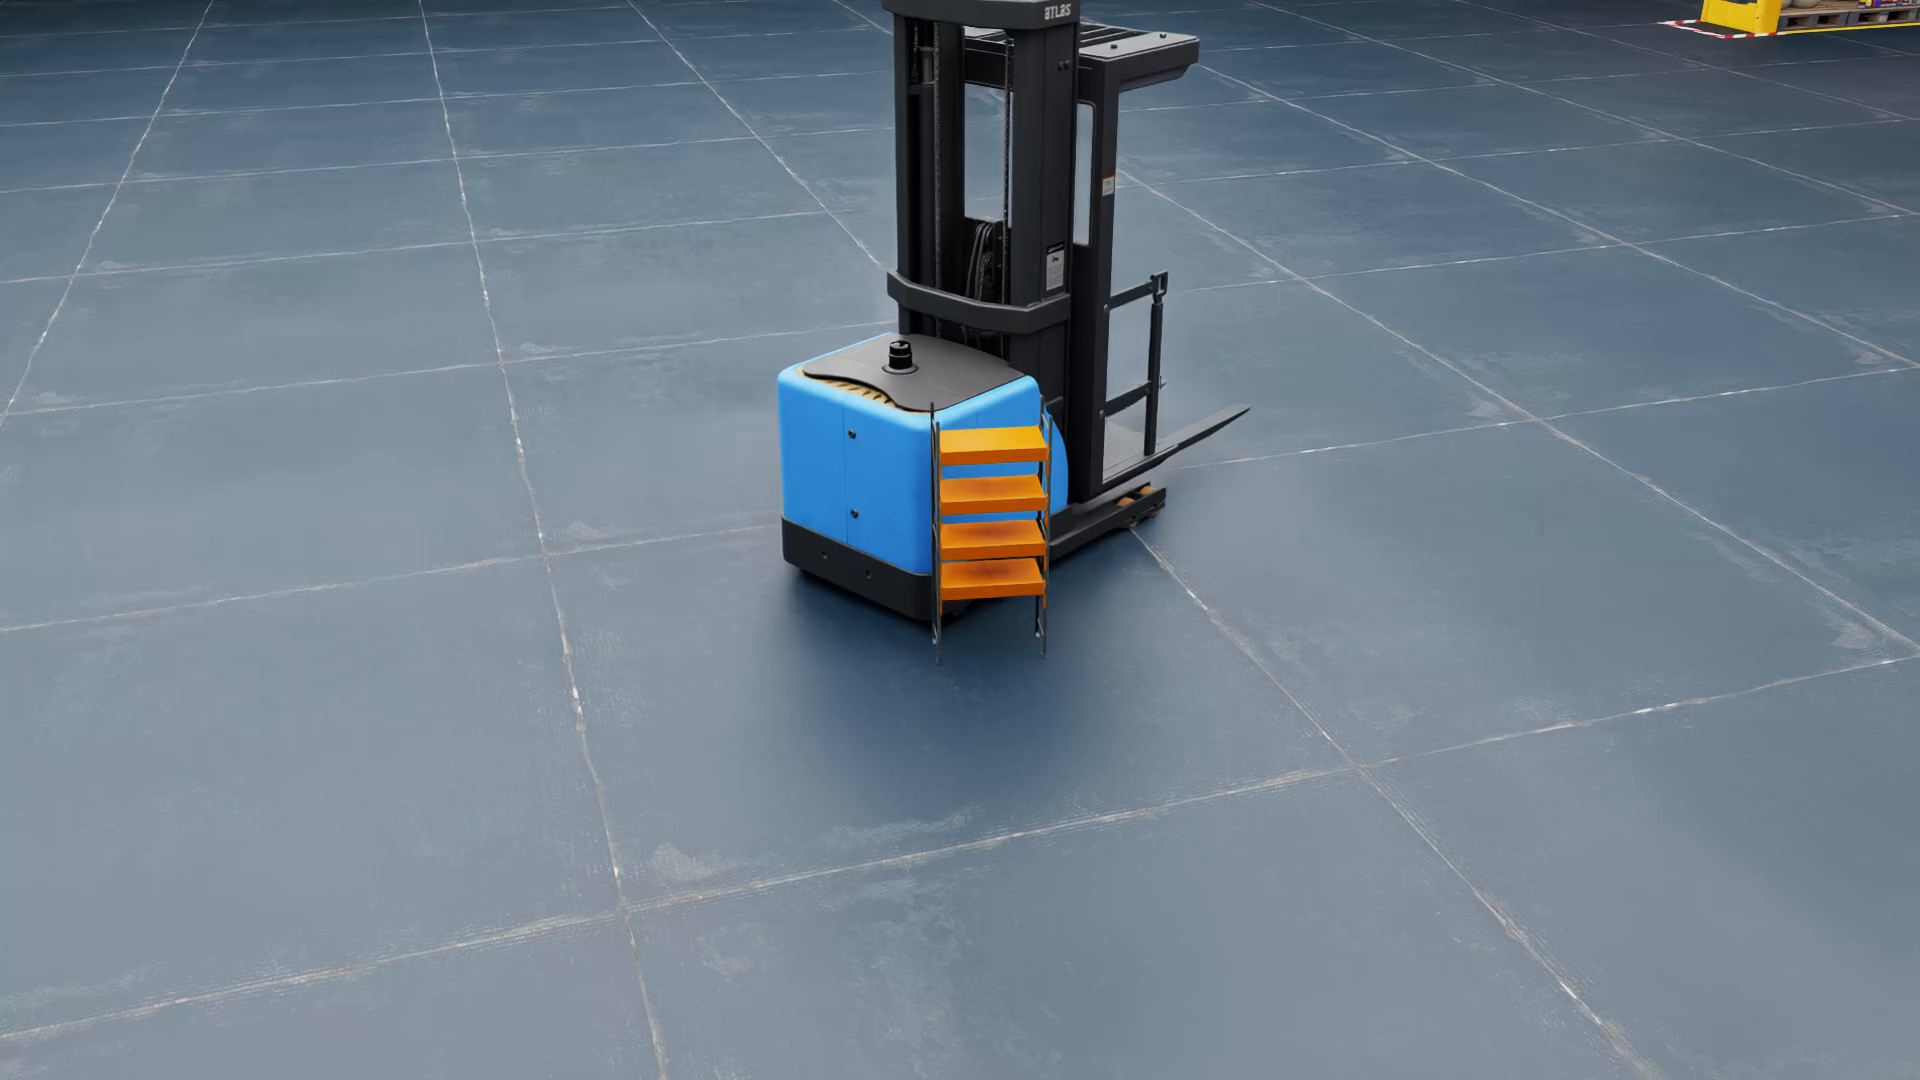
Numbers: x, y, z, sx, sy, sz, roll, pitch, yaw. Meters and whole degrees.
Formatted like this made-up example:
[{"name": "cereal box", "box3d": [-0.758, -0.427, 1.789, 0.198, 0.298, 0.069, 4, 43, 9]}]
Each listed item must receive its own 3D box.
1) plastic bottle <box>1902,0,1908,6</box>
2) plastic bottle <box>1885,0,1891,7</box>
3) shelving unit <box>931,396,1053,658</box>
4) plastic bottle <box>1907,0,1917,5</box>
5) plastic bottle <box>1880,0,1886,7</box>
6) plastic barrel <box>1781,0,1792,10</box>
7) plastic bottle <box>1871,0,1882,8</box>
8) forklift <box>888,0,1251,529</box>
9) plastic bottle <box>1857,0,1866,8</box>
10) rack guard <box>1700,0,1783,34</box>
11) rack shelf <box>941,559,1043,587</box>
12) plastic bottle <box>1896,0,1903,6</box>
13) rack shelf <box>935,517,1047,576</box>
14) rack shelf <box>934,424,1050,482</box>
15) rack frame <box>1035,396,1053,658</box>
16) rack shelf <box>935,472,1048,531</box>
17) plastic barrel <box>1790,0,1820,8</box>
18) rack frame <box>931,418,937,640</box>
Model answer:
[{"name": "plastic bottle", "box3d": [13.304, -7.633, 23.405, 0.097, 0.201, 0.097, 0, 26, 0]}, {"name": "plastic bottle", "box3d": [13.015, -7.623, 23.305, 0.097, 0.271, 0.097, 0, 26, 0]}, {"name": "shelving unit", "box3d": [0.136, -0.032, 7.465, 0.499, 1.200, 0.258, -3, 27, -6]}, {"name": "plastic bottle", "box3d": [13.408, -7.695, 23.444, 0.135, 0.276, 0.152, -8, 27, -15]}, {"name": "plastic bottle", "box3d": [12.920, -7.609, 23.277, 0.097, 0.271, 0.097, 0, 26, 0]}, {"name": "plastic barrel", "box3d": [11.375, -7.666, 23.143, 0.421, 0.512, 0.421, 0, 26, 0]}, {"name": "plastic bottle", "box3d": [12.815, -7.591, 23.227, 0.133, 0.283, 0.061, -8, 27, -15]}, {"name": "forklift", "box3d": [0.468, -1.506, 8.488, 1.121, 2.935, 3.031, 22, 34, 37]}, {"name": "plastic bottle", "box3d": [12.594, -7.562, 23.182, 0.097, 0.271, 0.097, 0, 26, 0]}, {"name": "rack guard", "box3d": [10.831, -7.380, 23.053, 0.348, 0.500, 1.175, -8, 28, -16]}, {"name": "rack shelf", "box3d": [0.134, 0.158, 7.560, 0.457, 0.021, 0.221, -3, 27, -6]}, {"name": "plastic bottle", "box3d": [13.207, -7.651, 23.361, 0.097, 0.271, 0.097, 0, 26, 0]}, {"name": "rack shelf", "box3d": [0.134, 0.028, 7.495, 0.480, 0.148, 0.258, -3, 27, -6]}, {"name": "rack shelf", "box3d": [0.134, -0.384, 7.291, 0.480, 0.148, 0.258, -3, 27, -6]}, {"name": "rack frame", "box3d": [0.376, -0.045, 7.492, 0.015, 1.200, 0.240, -3, 27, -6]}, {"name": "rack shelf", "box3d": [0.134, -0.172, 7.396, 0.480, 0.148, 0.258, -3, 27, -6]}, {"name": "plastic barrel", "box3d": [11.852, -7.735, 23.282, 0.421, 0.512, 0.421, 0, 26, 0]}, {"name": "rack frame", "box3d": [-0.108, -0.018, 7.438, 0.006, 1.046, 0.228, -3, 27, -6]}]
